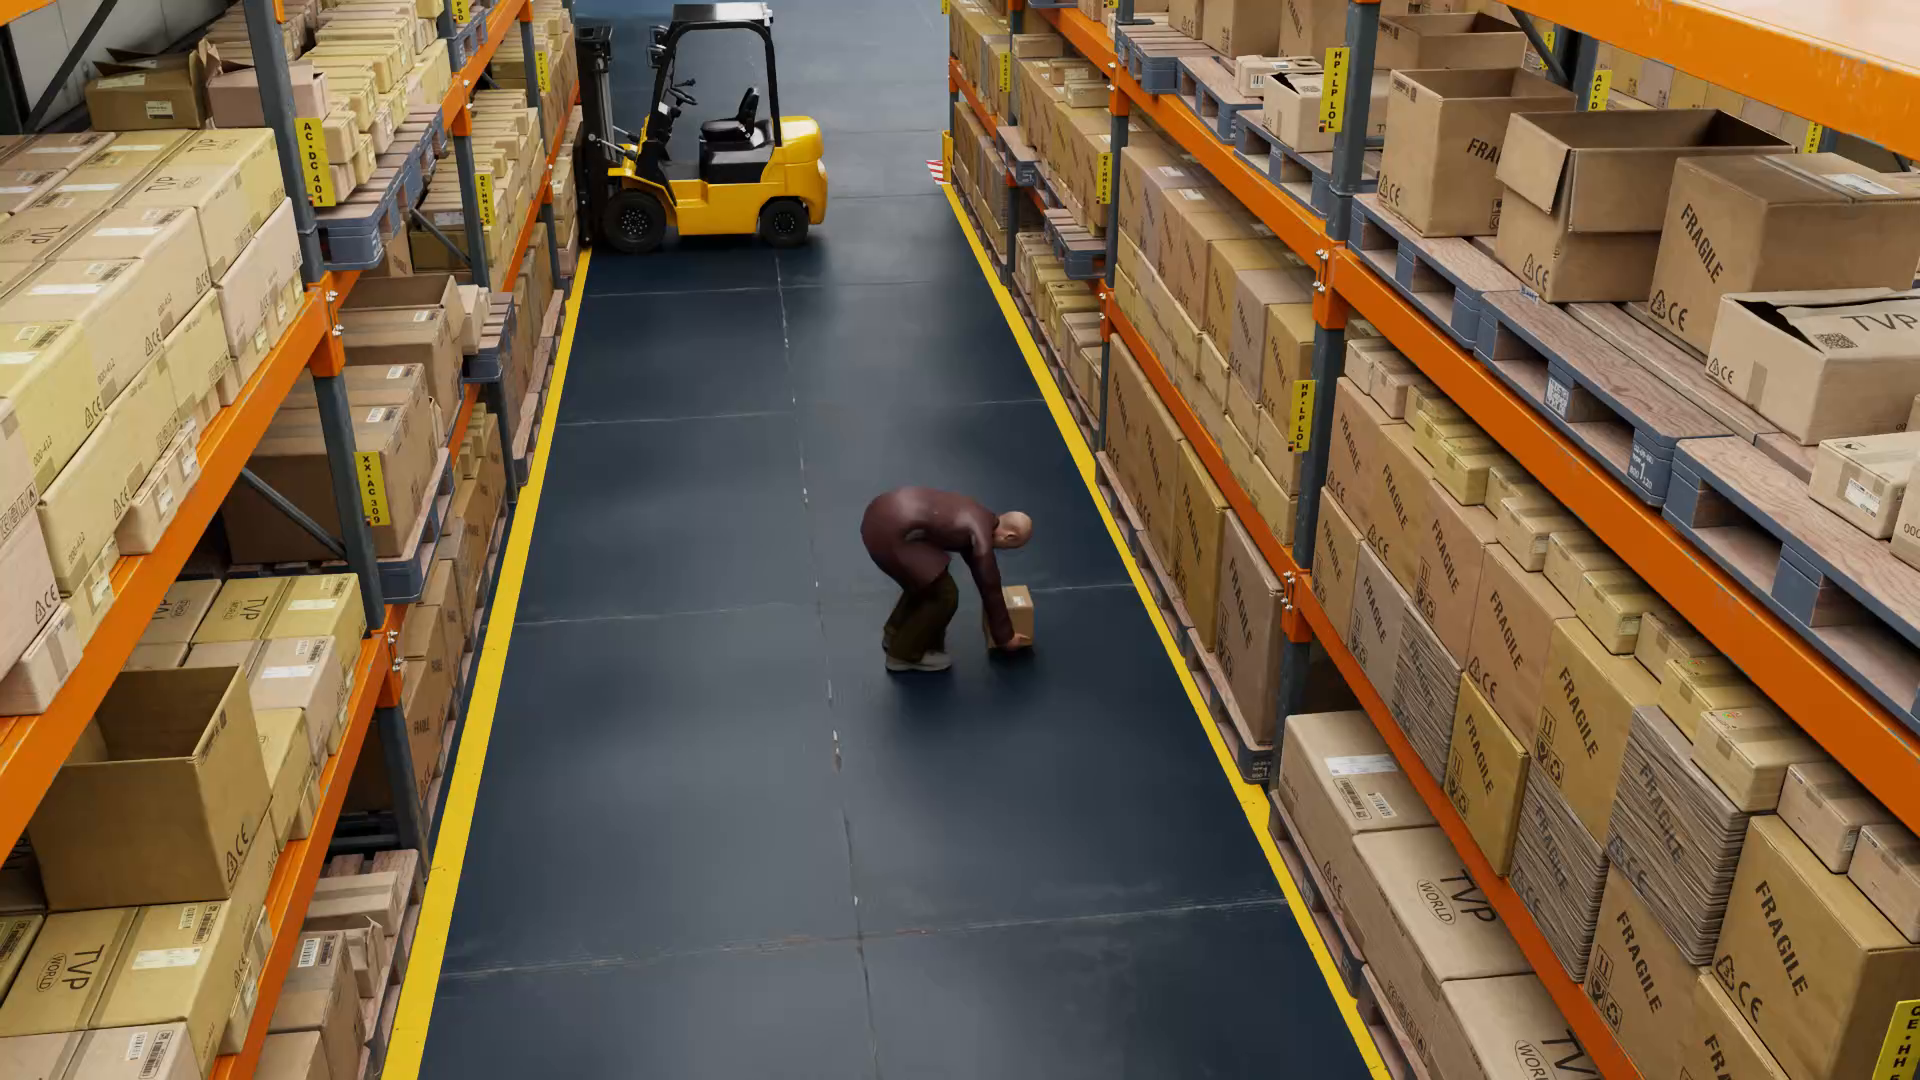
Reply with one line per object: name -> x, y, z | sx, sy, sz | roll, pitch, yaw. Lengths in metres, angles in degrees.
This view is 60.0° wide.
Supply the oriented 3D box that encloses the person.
person -> -0.067, 0.177, 9.116 | 0.943, 1.023, 0.589 | -5, 27, -10
